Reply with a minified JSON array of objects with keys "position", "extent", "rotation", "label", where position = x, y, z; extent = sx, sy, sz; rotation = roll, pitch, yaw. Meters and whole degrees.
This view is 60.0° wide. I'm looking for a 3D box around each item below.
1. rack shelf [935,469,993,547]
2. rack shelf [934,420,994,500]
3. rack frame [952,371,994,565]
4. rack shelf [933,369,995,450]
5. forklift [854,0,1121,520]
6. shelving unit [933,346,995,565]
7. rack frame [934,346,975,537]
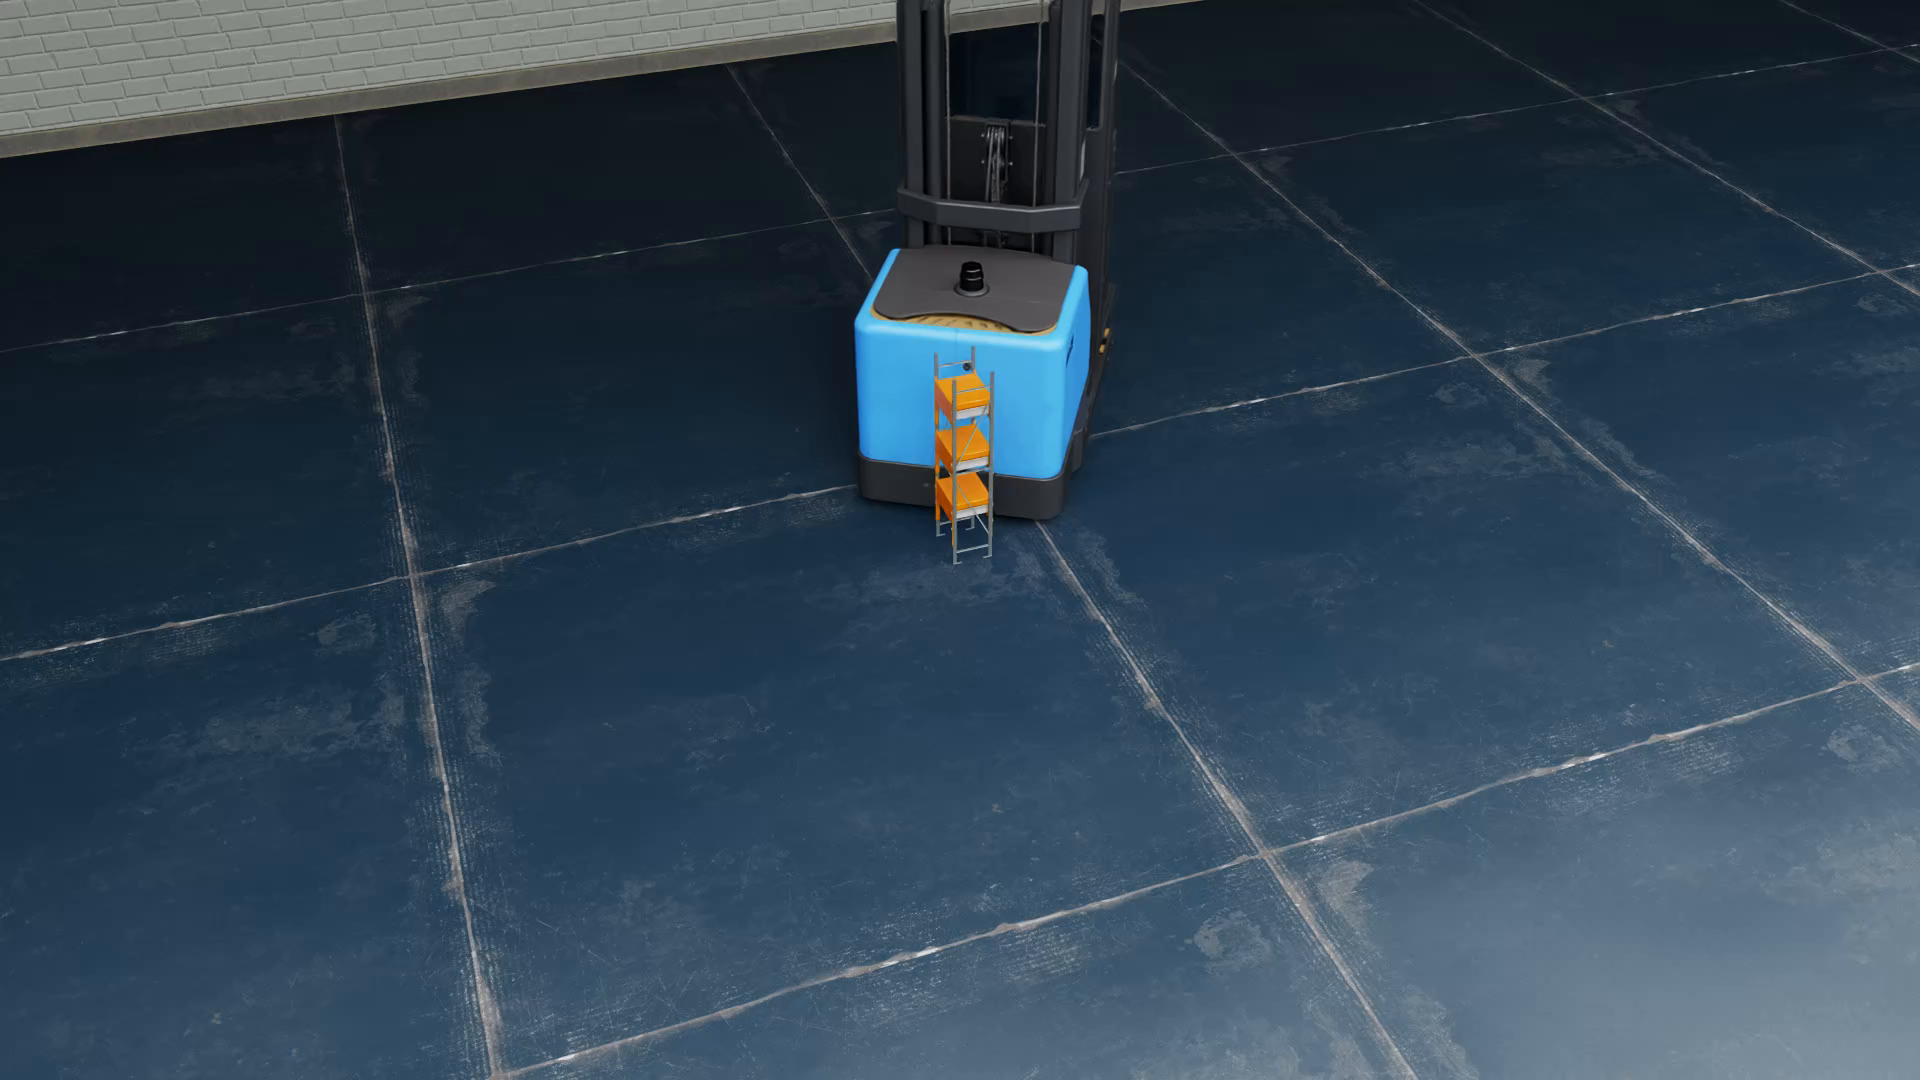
[{"position":[0.018,-0.159,8.068],"extent":[0.215,0.259,0.240],"rotation":[-12,39,-16],"label":"rack shelf"},{"position":[0.018,-0.381,7.900],"extent":[0.215,0.259,0.240],"rotation":[-12,39,-16],"label":"rack shelf"},{"position":[0.060,-0.320,7.803],"extent":[0.200,1.050,0.008],"rotation":[-12,39,-16],"label":"rack frame"},{"position":[0.018,-0.607,7.730],"extent":[0.215,0.259,0.240],"rotation":[-12,39,-16],"label":"rack shelf"},{"position":[0.281,-2.158,8.678],"extent":[1.130,2.935,3.031],"rotation":[7,38,9],"label":"forklift"},{"position":[0.018,-0.389,7.894],"extent":[0.215,1.050,0.252],"rotation":[-12,39,-16],"label":"shelving unit"},{"position":[-0.024,-0.458,7.985],"extent":[0.200,1.050,0.008],"rotation":[-12,39,-16],"label":"rack frame"}]
